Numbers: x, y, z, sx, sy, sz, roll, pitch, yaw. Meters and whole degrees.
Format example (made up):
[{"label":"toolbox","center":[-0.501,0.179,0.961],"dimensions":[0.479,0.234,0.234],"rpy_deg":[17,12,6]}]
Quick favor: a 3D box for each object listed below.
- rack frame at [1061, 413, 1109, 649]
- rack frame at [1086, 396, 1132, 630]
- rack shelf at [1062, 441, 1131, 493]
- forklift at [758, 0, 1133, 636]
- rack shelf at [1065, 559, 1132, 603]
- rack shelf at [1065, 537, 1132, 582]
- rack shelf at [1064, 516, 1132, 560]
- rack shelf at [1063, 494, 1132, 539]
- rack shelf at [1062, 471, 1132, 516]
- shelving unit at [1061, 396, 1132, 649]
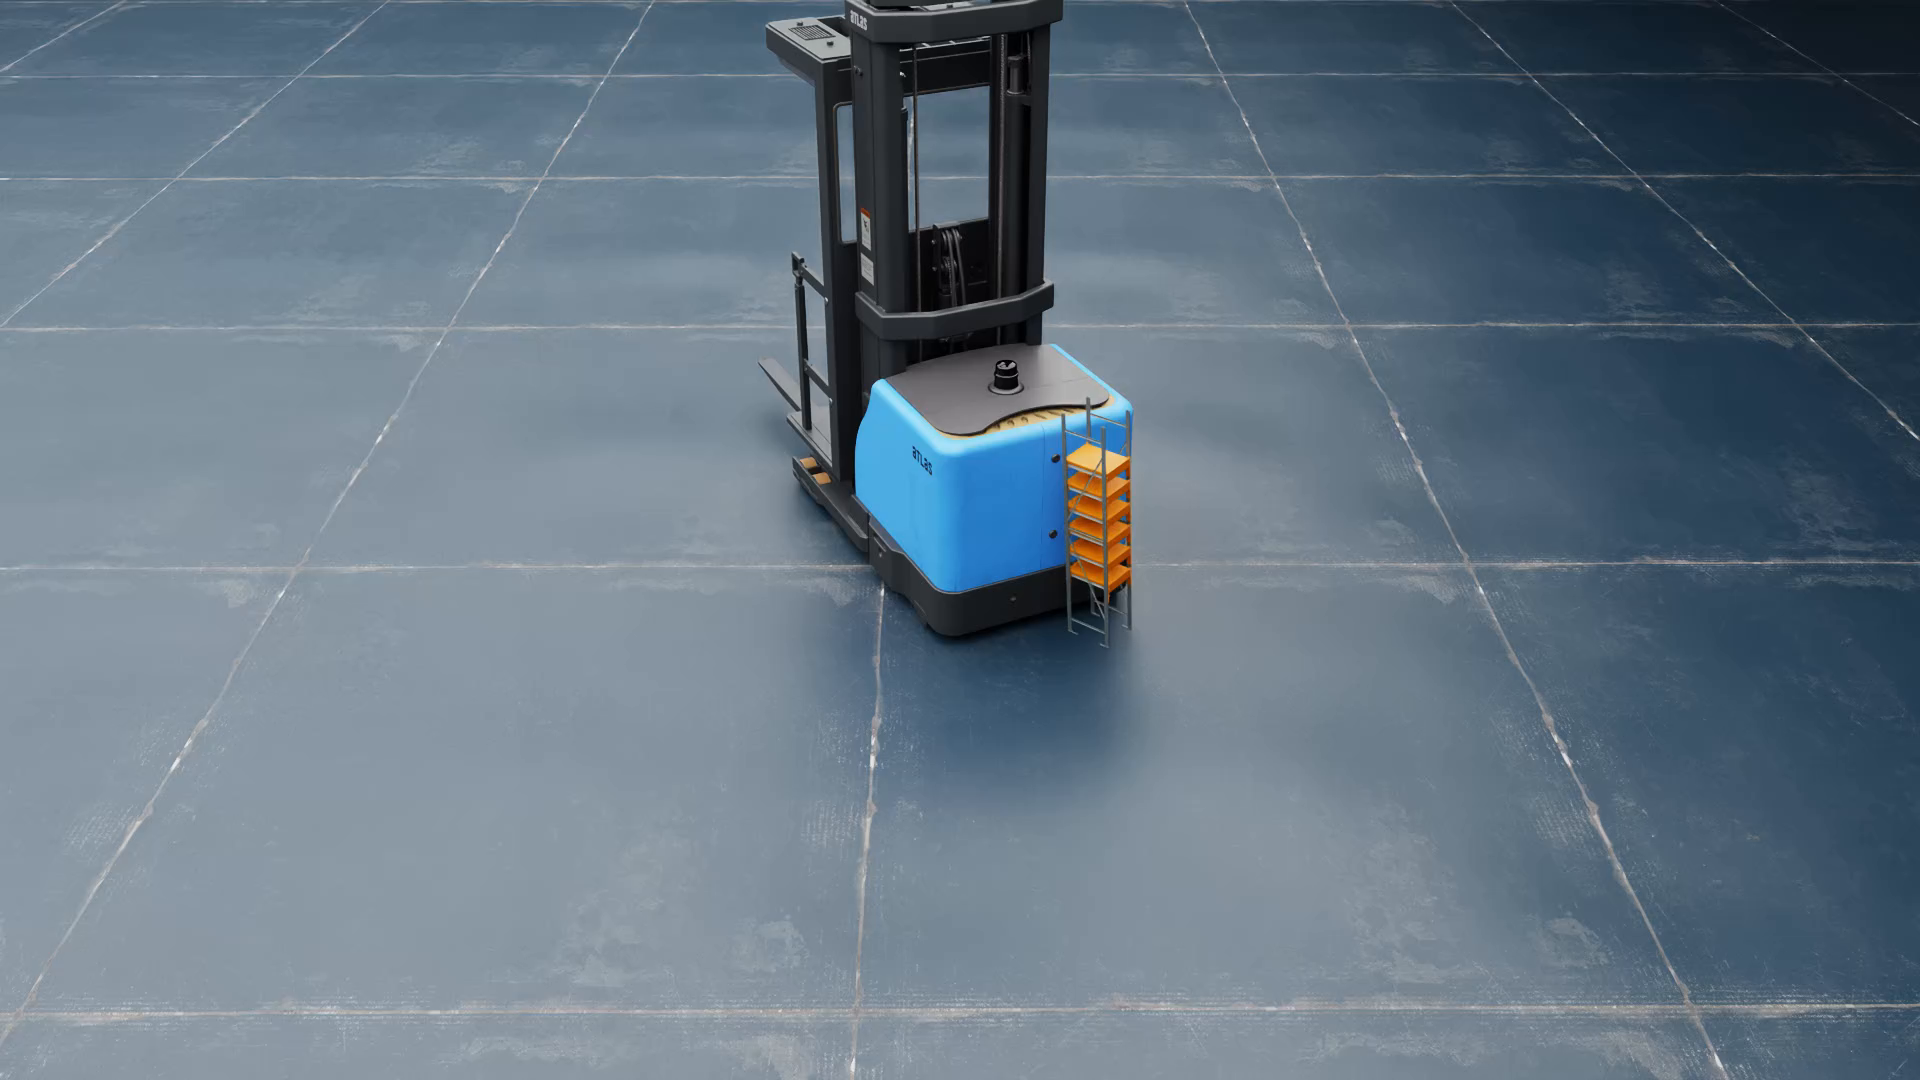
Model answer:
[{"label":"rack frame","center":[0.577,-0.024,7.628],"dimensions":[0.240,1.200,0.006],"rpy_deg":[23,42,35]},{"label":"rack frame","center":[0.696,-0.106,7.740],"dimensions":[0.240,1.200,0.006],"rpy_deg":[23,42,35]},{"label":"rack shelf","center":[0.617,-0.329,7.512],"dimensions":[0.258,0.103,0.180],"rpy_deg":[23,42,35]},{"label":"forklift","center":[-0.272,-1.544,8.469],"dimensions":[1.130,2.935,3.031],"rpy_deg":[-14,34,-22]},{"label":"rack shelf","center":[0.654,0.173,7.839],"dimensions":[0.258,0.103,0.180],"rpy_deg":[23,42,35]},{"label":"rack shelf","center":[0.647,0.072,7.773],"dimensions":[0.258,0.103,0.180],"rpy_deg":[23,42,35]},{"label":"rack shelf","center":[0.639,-0.028,7.708],"dimensions":[0.258,0.103,0.180],"rpy_deg":[23,42,35]},{"label":"rack shelf","center":[0.632,-0.128,7.643],"dimensions":[0.258,0.103,0.180],"rpy_deg":[23,42,35]},{"label":"rack shelf","center":[0.624,-0.229,7.577],"dimensions":[0.258,0.103,0.180],"rpy_deg":[23,42,35]},{"label":"shelving unit","center":[0.637,-0.065,7.684],"dimensions":[0.258,1.200,0.189],"rpy_deg":[23,42,35]}]
